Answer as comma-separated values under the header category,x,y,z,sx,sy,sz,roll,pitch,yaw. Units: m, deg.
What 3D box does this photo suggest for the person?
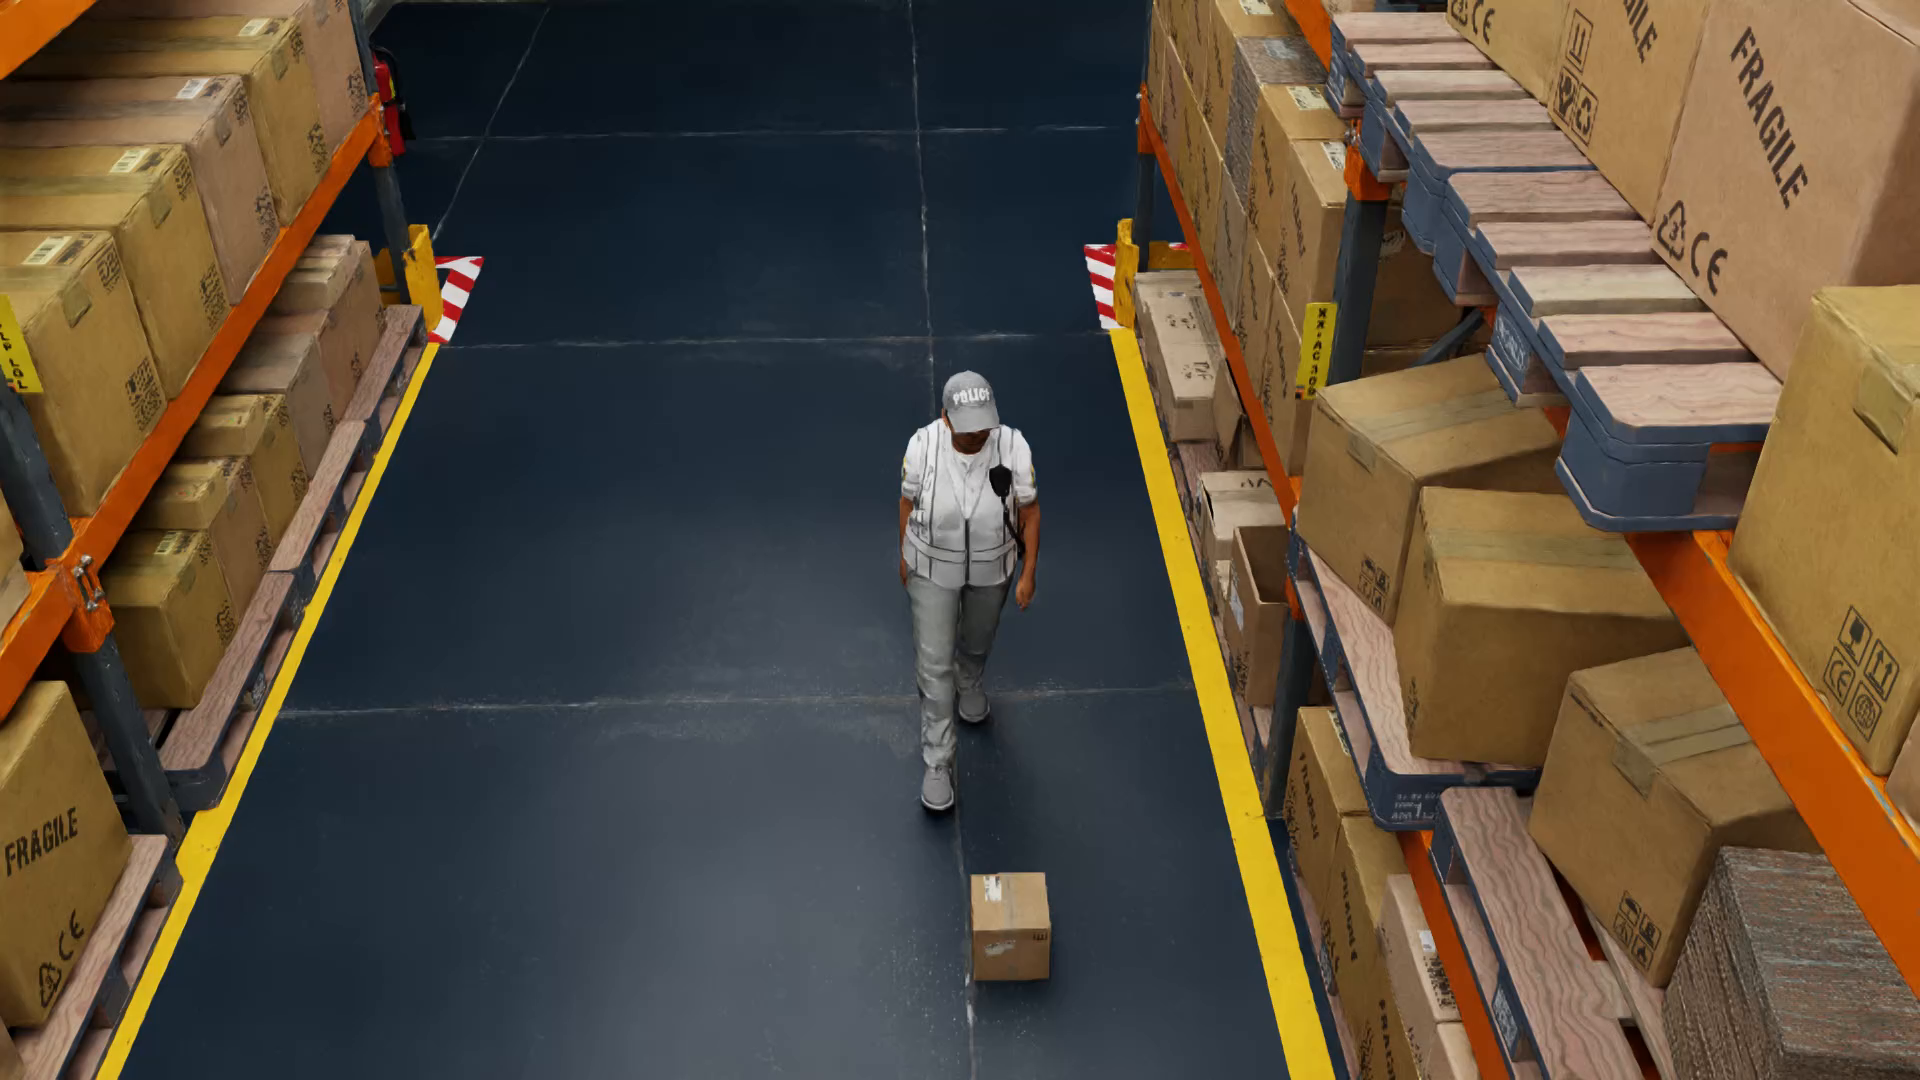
category,x,y,z,sx,sy,sz,roll,pitch,yaw
person,0.043,0.120,5.962,0.495,1.625,0.796,-4,36,-6
